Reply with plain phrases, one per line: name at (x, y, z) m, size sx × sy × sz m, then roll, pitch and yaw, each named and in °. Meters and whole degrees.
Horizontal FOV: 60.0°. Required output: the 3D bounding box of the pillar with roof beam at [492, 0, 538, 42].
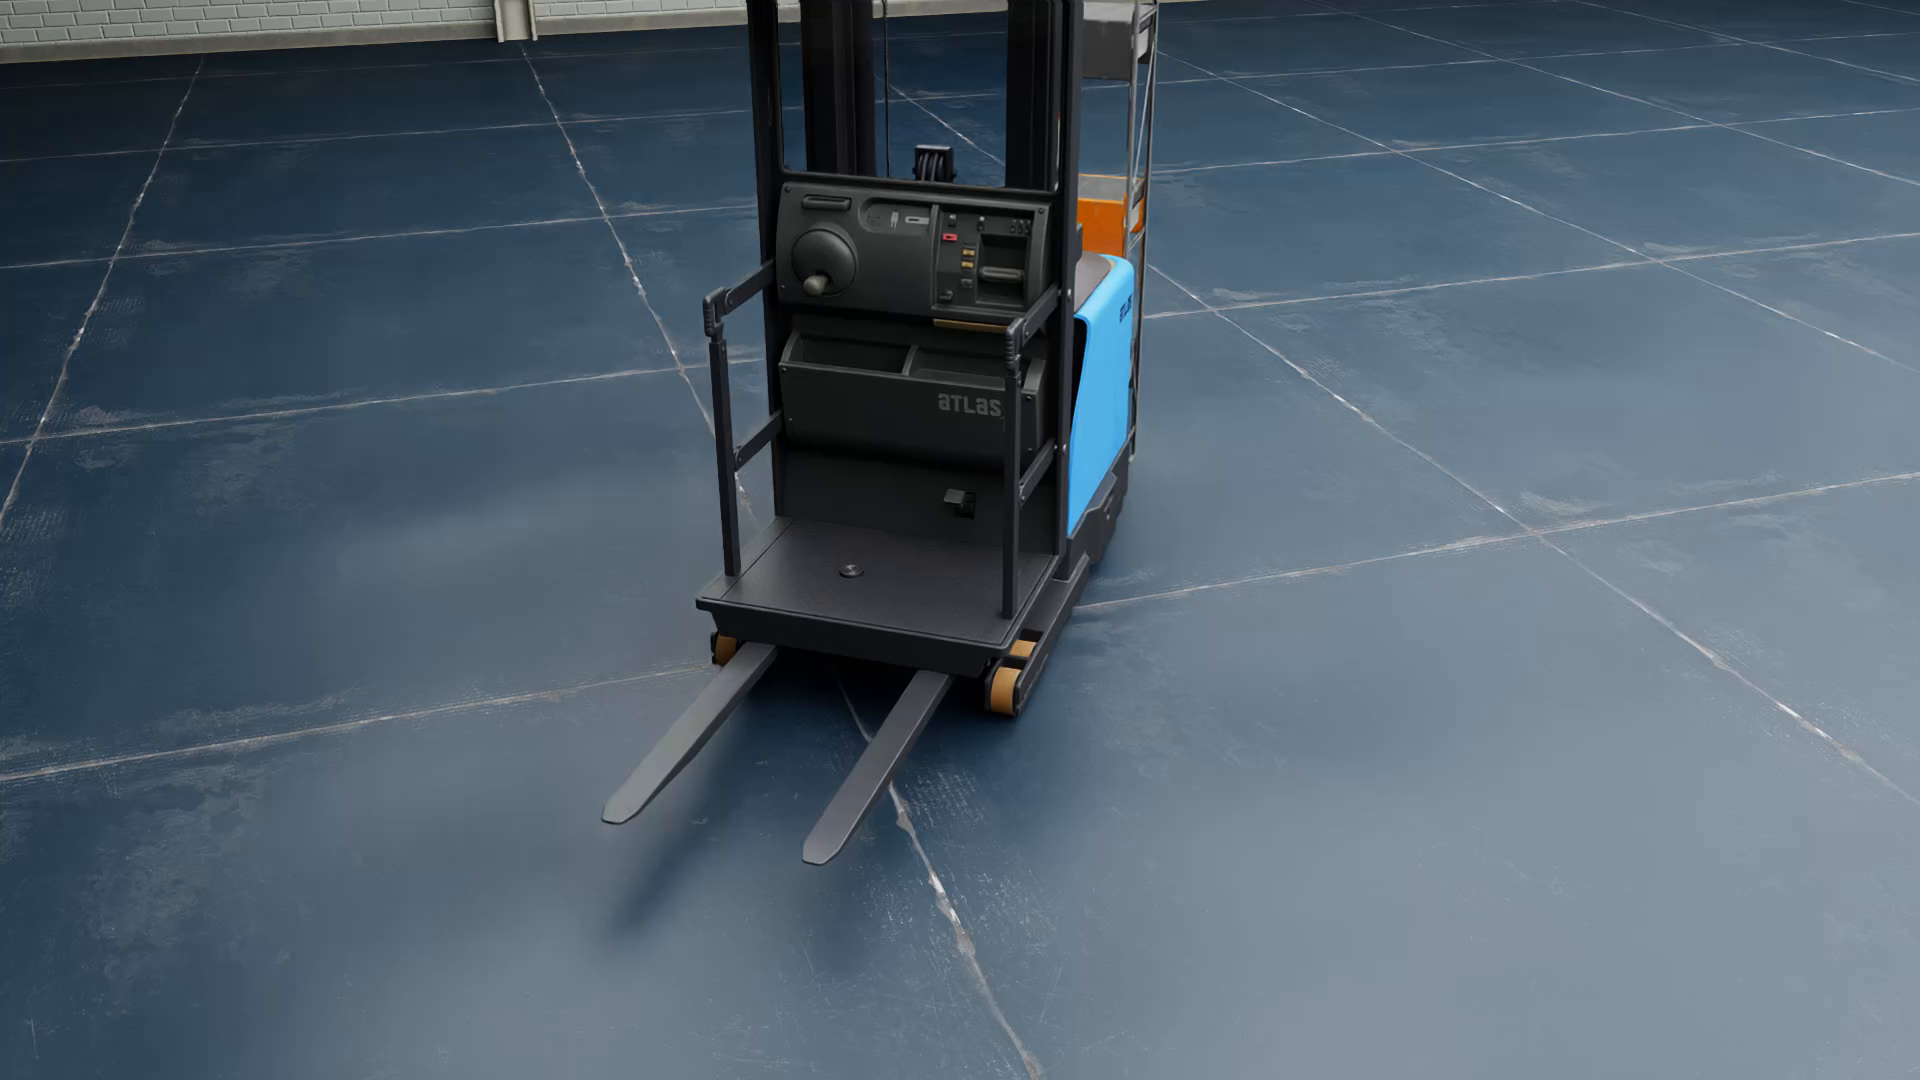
pillar with roof beam at (-3.249, -7.396, 11.527) m, size 0.400 × 9.000 × 9.100 m, roll -8°, pitch 28°, yaw -16°

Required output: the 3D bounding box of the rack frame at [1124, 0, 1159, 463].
rack frame at (0.727, -1.237, 6.880) m, size 0.015 × 2.100 × 0.400 m, roll 8°, pitch 28°, yaw 16°

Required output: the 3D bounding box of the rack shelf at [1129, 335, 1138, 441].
rack shelf at (0.495, -0.630, 7.264) m, size 0.480 × 0.518 × 0.431 m, roll 8°, pitch 28°, yaw 16°

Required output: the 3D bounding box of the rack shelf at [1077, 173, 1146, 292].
rack shelf at (0.495, -1.257, 6.952) m, size 0.480 × 0.518 × 0.431 m, roll 8°, pitch 28°, yaw 16°

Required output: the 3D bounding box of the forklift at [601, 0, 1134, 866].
forklift at (-0.229, -0.923, 5.313) m, size 1.130 × 2.935 × 3.031 m, roll 8°, pitch 28°, yaw 16°

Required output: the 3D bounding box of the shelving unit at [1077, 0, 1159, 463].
shelving unit at (0.495, -1.270, 6.946) m, size 0.503 × 2.100 × 0.431 m, roll 8°, pitch 28°, yaw 16°

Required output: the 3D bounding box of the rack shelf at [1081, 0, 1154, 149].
rack shelf at (0.495, -1.884, 6.641) m, size 0.480 × 0.518 × 0.431 m, roll 8°, pitch 28°, yaw 16°
